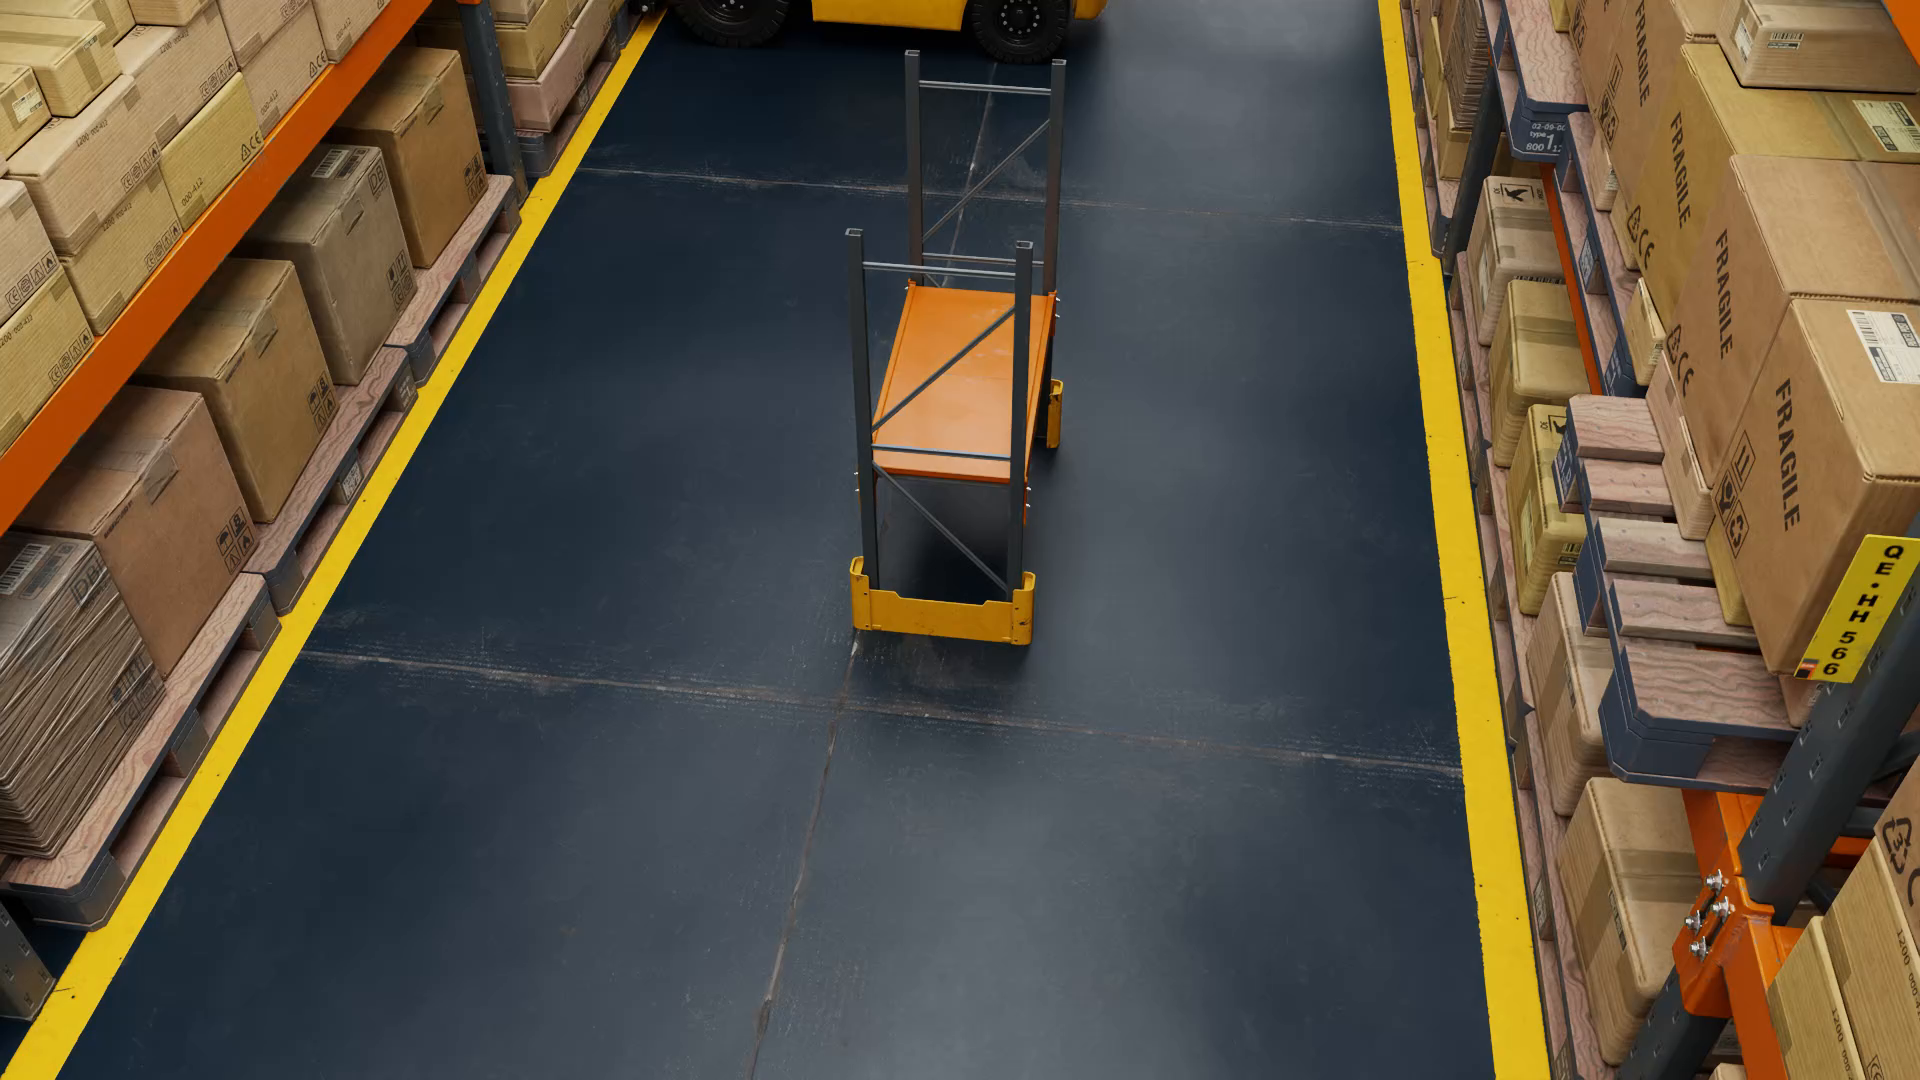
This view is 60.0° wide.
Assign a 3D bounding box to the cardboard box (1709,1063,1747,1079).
[{"bbox_3d":[1.808,1.632,3.084,0.875,0.875,0.875,5,44,5],"label":"cardboard box"}]

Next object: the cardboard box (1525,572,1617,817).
[{"bbox_3d":[2.156,0.464,4.684,0.950,0.372,0.625,4,44,5],"label":"cardboard box"}]

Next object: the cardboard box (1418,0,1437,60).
[{"bbox_3d":[2.454,-2.467,7.869,0.500,0.250,0.500,6,44,6],"label":"cardboard box"}]

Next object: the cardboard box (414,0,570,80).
[{"bbox_3d":[-2.040,-2.262,7.288,0.500,0.250,0.500,5,44,5],"label":"cardboard box"}]

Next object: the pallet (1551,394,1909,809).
[{"bbox_3d":[1.970,0.124,3.577,1.213,0.211,1.003,5,44,6],"label":"pallet"}]

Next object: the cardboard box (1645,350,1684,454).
[{"bbox_3d":[1.785,-0.292,3.754,0.380,0.149,0.250,3,44,4],"label":"cardboard box"}]

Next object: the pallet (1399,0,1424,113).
[{"bbox_3d":[2.723,-2.458,8.193,1.003,0.211,1.213,5,44,6],"label":"pallet"}]

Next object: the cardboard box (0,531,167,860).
[{"bbox_3d":[-2.843,0.387,4.581,0.875,0.625,0.625,7,44,7],"label":"cardboard box"}]

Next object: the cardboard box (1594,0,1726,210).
[{"bbox_3d":[1.962,-1.151,4.190,0.500,0.500,0.500,4,44,4],"label":"cardboard box"}]

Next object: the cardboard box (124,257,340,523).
[{"bbox_3d":[-2.676,-0.518,5.537,0.875,0.625,0.625,4,44,4],"label":"cardboard box"}]

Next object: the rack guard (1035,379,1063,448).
[{"bbox_3d":[0.076,-0.482,6.077,0.587,0.250,0.087,5,44,6],"label":"rack guard"}]

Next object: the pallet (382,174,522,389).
[{"bbox_3d":[-2.469,-1.107,6.765,1.003,0.211,1.213,5,44,6],"label":"pallet"}]

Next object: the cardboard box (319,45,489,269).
[{"bbox_3d":[-2.468,-1.558,6.636,0.875,0.625,0.625,7,44,7],"label":"cardboard box"}]

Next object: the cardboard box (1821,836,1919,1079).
[{"bbox_3d":[1.670,0.746,2.526,0.500,0.250,0.500,5,44,5],"label":"cardboard box"}]

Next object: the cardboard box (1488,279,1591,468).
[{"bbox_3d":[2.352,-0.526,5.730,0.950,0.372,0.625,8,44,8],"label":"cardboard box"}]

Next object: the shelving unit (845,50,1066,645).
[{"bbox_3d":[0.010,-0.597,5.289,0.587,1.500,1.083,5,44,6],"label":"shelving unit"}]

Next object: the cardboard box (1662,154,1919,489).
[{"bbox_3d":[1.824,-0.435,3.434,0.500,0.500,0.500,5,44,5],"label":"cardboard box"}]

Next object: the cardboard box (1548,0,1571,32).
[{"bbox_3d":[2.082,-1.720,5.262,0.380,0.149,0.250,6,44,6],"label":"cardboard box"}]

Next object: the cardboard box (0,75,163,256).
[{"bbox_3d":[-2.484,-1.002,4.372,0.500,0.250,0.500,4,44,4],"label":"cardboard box"}]

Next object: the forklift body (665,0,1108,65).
[{"bbox_3d":[-0.324,-3.584,7.971,2.313,2.155,1.214,5,44,6],"label":"forklift body"}]

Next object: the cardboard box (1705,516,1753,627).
[{"bbox_3d":[1.755,0.055,3.388,0.380,0.149,0.250,6,44,6],"label":"cardboard box"}]

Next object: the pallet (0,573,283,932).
[{"bbox_3d":[-2.792,0.556,5.009,1.003,0.211,1.213,5,44,6],"label":"pallet"}]

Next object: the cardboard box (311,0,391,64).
[{"bbox_3d":[-2.279,-1.860,5.642,0.500,0.250,0.500,5,44,5],"label":"cardboard box"}]

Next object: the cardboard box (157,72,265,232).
[{"bbox_3d":[-2.435,-1.172,4.915,0.500,0.250,0.500,7,44,7],"label":"cardboard box"}]

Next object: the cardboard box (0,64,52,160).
[{"bbox_3d":[-2.537,-1.074,4.158,0.380,0.149,0.250,6,44,6],"label":"cardboard box"}]

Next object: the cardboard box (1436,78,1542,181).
[{"bbox_3d":[2.322,-1.758,7.119,0.500,0.250,0.500,7,44,7],"label":"cardboard box"}]

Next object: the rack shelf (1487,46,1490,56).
[{"bbox_3d":[2.775,-3.278,7.553,1.077,0.370,4.000,5,44,6],"label":"rack shelf"}]

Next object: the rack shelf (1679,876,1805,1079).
[{"bbox_3d":[1.717,2.174,1.795,1.077,0.370,4.000,5,44,6],"label":"rack shelf"}]

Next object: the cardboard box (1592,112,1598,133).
[{"bbox_3d":[2.011,-1.180,4.692,0.380,0.149,0.250,6,44,6],"label":"cardboard box"}]

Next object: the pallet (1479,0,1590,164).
[{"bbox_3d":[2.265,-1.599,5.396,1.003,0.211,1.213,5,44,6],"label":"pallet"}]

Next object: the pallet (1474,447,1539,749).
[{"bbox_3d":[2.250,0.201,5.384,1.003,0.211,1.213,5,44,6],"label":"pallet"}]

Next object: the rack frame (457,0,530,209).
[{"bbox_3d":[-2.410,-2.625,6.340,1.000,3.000,0.127,5,44,6],"label":"rack frame"}]

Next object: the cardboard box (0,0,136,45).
[{"bbox_3d":[-2.506,-1.428,4.532,0.380,0.149,0.250,5,44,6],"label":"cardboard box"}]

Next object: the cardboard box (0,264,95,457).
[{"bbox_3d":[-2.567,-0.467,4.170,0.500,0.250,0.500,4,44,5],"label":"cardboard box"}]

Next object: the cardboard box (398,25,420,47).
[{"bbox_3d":[-2.549,-2.311,7.340,0.500,0.250,0.500,4,44,5],"label":"cardboard box"}]

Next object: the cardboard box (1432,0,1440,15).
[{"bbox_3d":[2.454,-2.725,7.595,0.500,0.500,0.500,7,44,8],"label":"cardboard box"}]

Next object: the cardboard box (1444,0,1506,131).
[{"bbox_3d":[2.323,-2.030,6.861,0.500,0.500,0.500,5,44,5],"label":"cardboard box"}]

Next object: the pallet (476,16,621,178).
[{"bbox_3d":[-2.264,-2.150,7.867,1.003,0.211,1.213,5,44,6],"label":"pallet"}]

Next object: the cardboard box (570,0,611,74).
[{"bbox_3d":[-1.966,-2.426,7.825,0.500,0.250,0.500,4,44,5],"label":"cardboard box"}]

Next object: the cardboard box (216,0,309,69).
[{"bbox_3d":[-2.356,-1.695,5.104,0.500,0.250,0.500,6,44,6],"label":"cardboard box"}]

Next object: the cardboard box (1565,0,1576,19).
[{"bbox_3d":[2.098,-1.838,4.915,0.500,0.500,0.500,5,44,6],"label":"cardboard box"}]

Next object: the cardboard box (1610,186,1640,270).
[{"bbox_3d":[1.918,-0.819,4.311,0.380,0.149,0.250,4,44,4],"label":"cardboard box"}]

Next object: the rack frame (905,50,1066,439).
[{"bbox_3d":[0.078,-0.949,5.662,0.500,1.500,0.032,5,44,6],"label":"rack frame"}]
